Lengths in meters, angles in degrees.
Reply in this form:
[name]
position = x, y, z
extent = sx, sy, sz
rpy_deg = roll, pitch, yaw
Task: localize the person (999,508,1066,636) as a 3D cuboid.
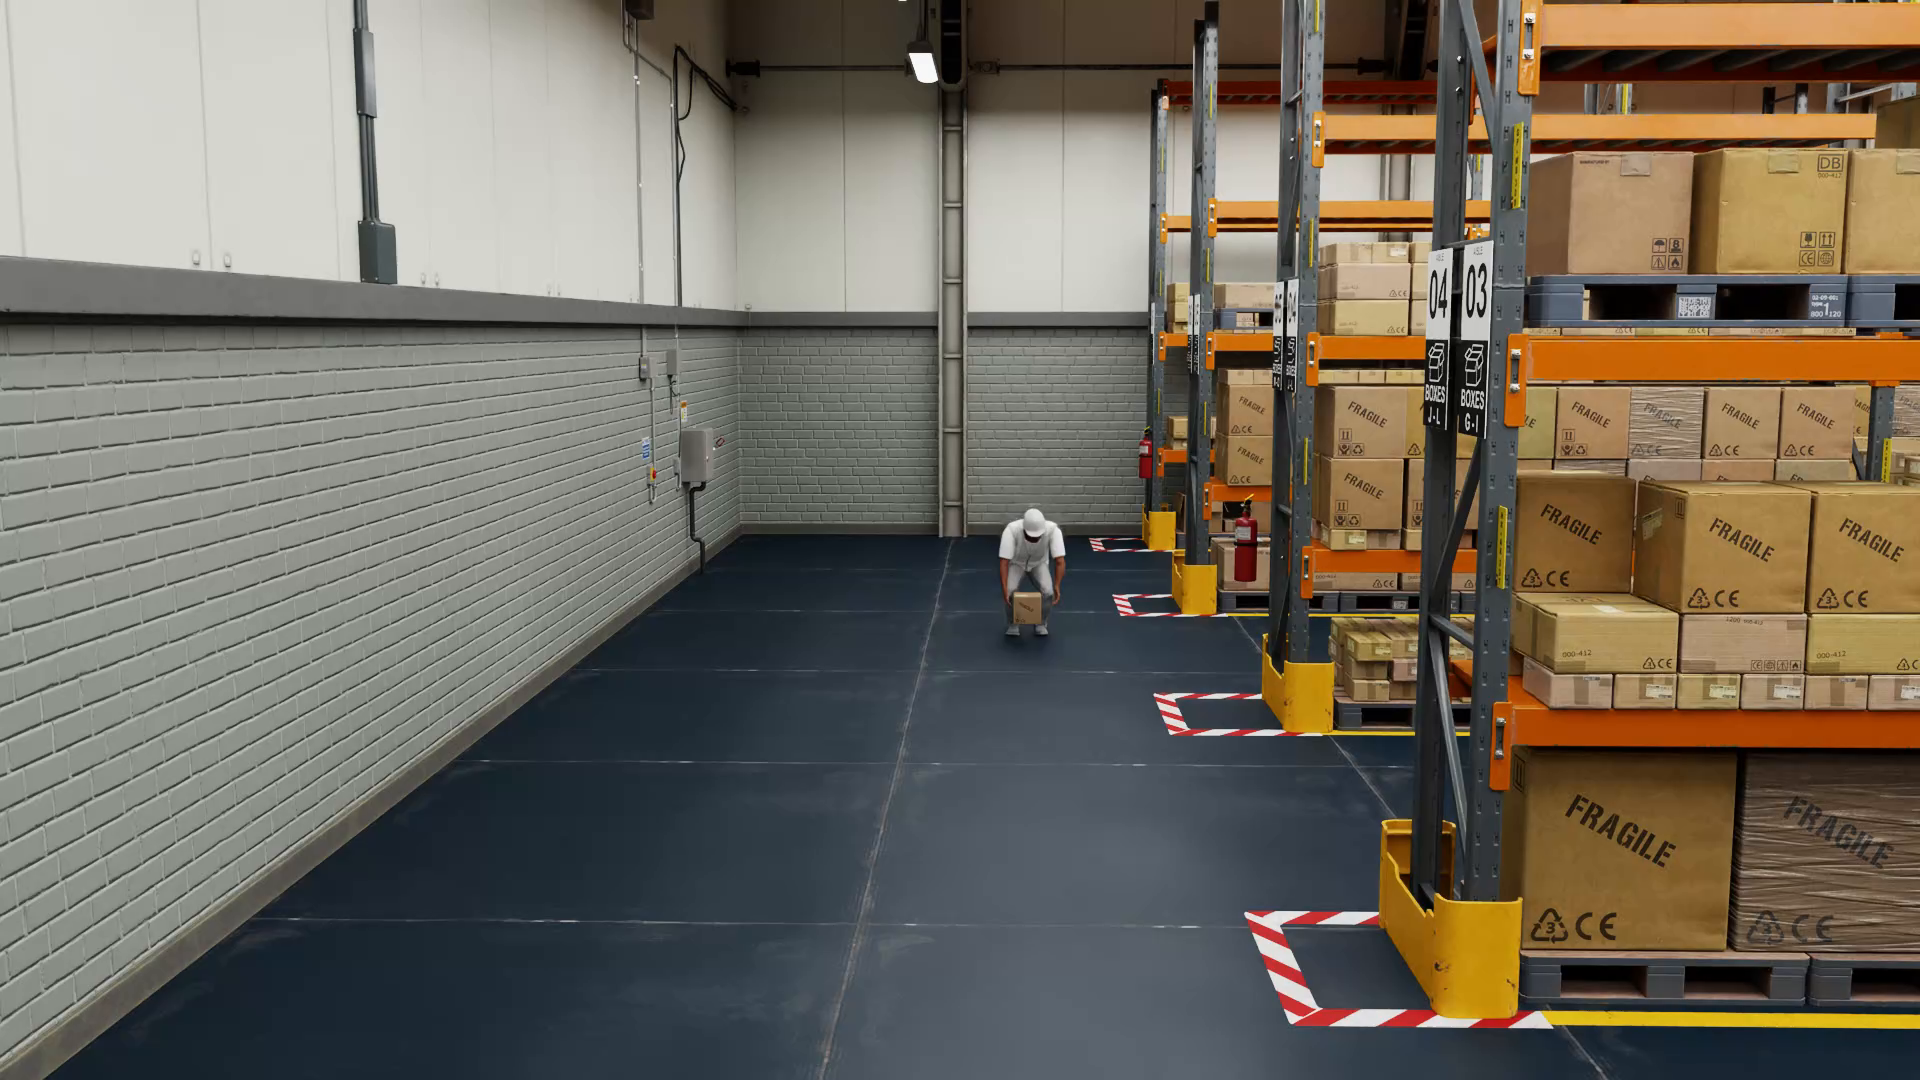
[person]
position = 0.672, 0.287, 15.540
extent = 0.623, 1.233, 0.831
rpy_deg = 0, 7, 1
